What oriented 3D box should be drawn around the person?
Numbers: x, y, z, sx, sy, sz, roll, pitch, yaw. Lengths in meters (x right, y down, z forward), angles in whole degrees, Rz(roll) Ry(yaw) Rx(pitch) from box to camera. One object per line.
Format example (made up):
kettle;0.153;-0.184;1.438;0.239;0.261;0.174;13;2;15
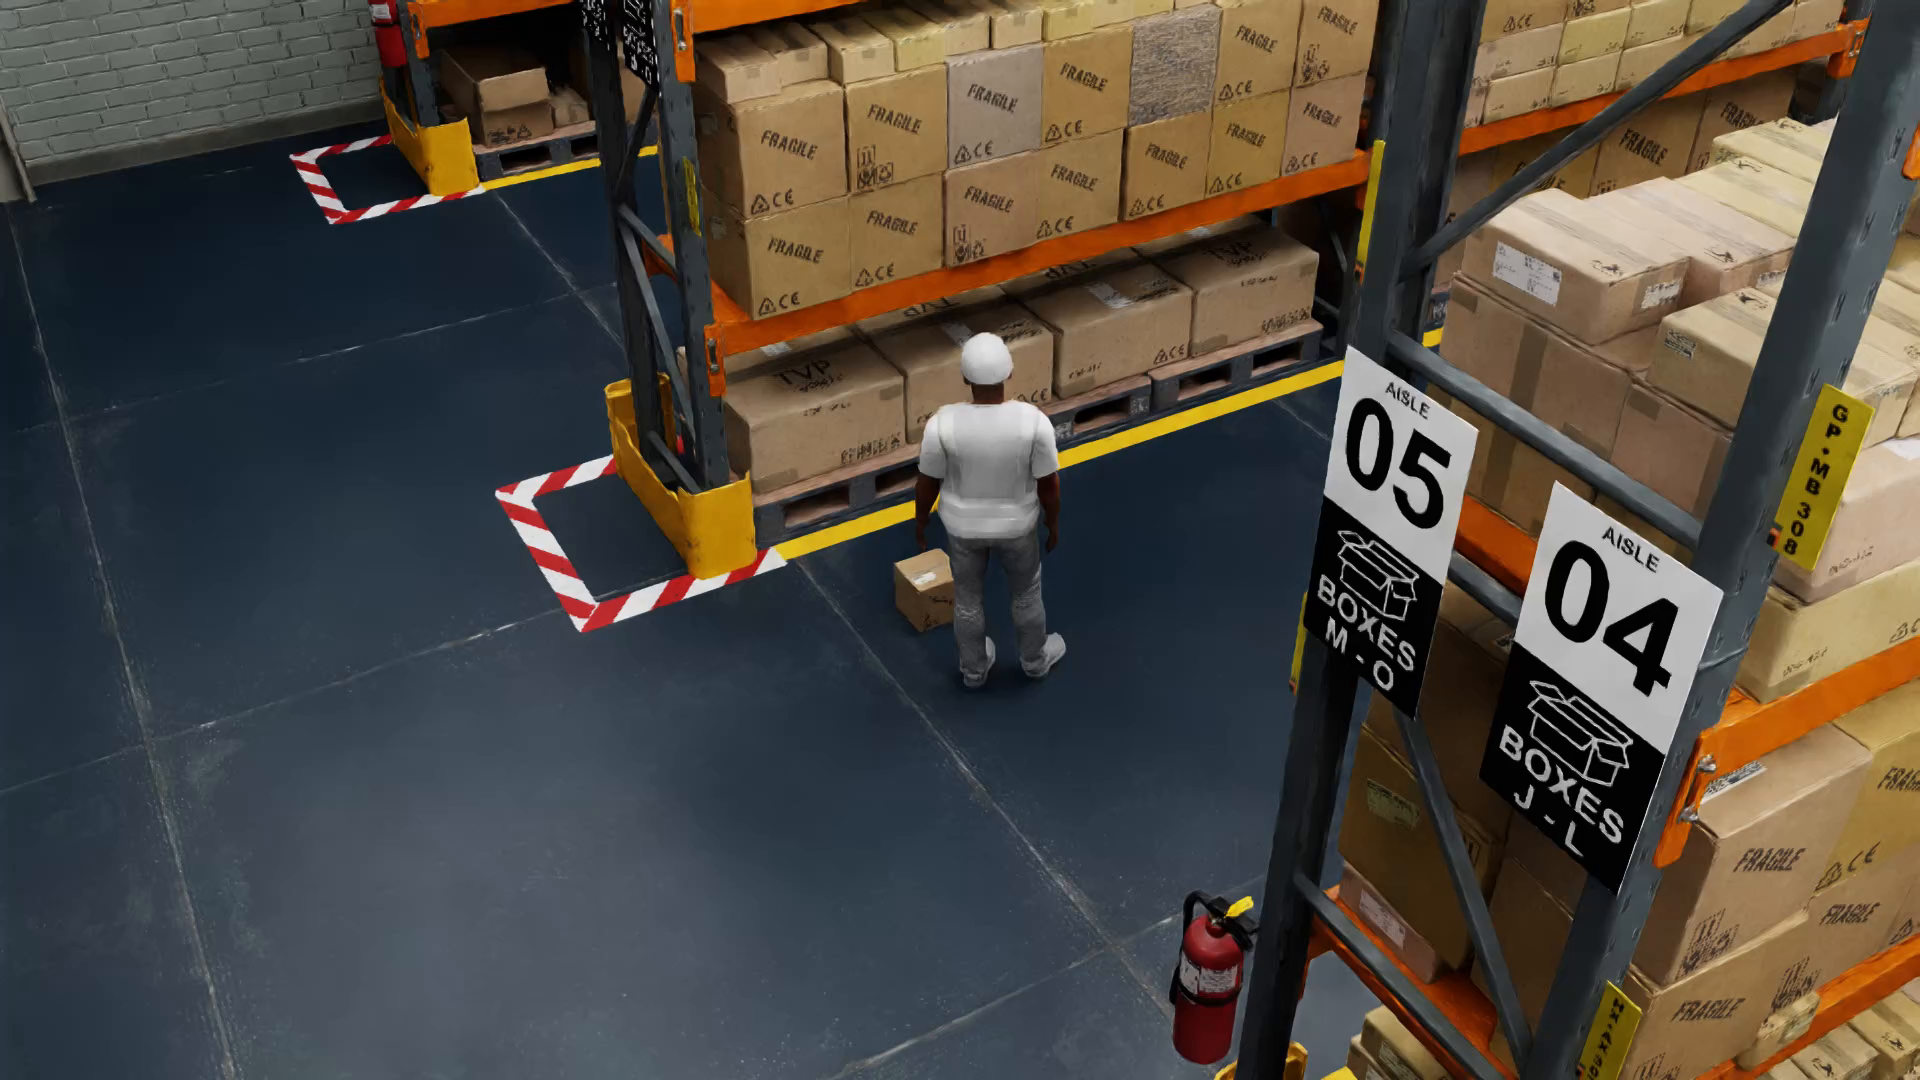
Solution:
person;0.147;-0.109;7.041;0.683;1.773;0.421;-1;37;-1
